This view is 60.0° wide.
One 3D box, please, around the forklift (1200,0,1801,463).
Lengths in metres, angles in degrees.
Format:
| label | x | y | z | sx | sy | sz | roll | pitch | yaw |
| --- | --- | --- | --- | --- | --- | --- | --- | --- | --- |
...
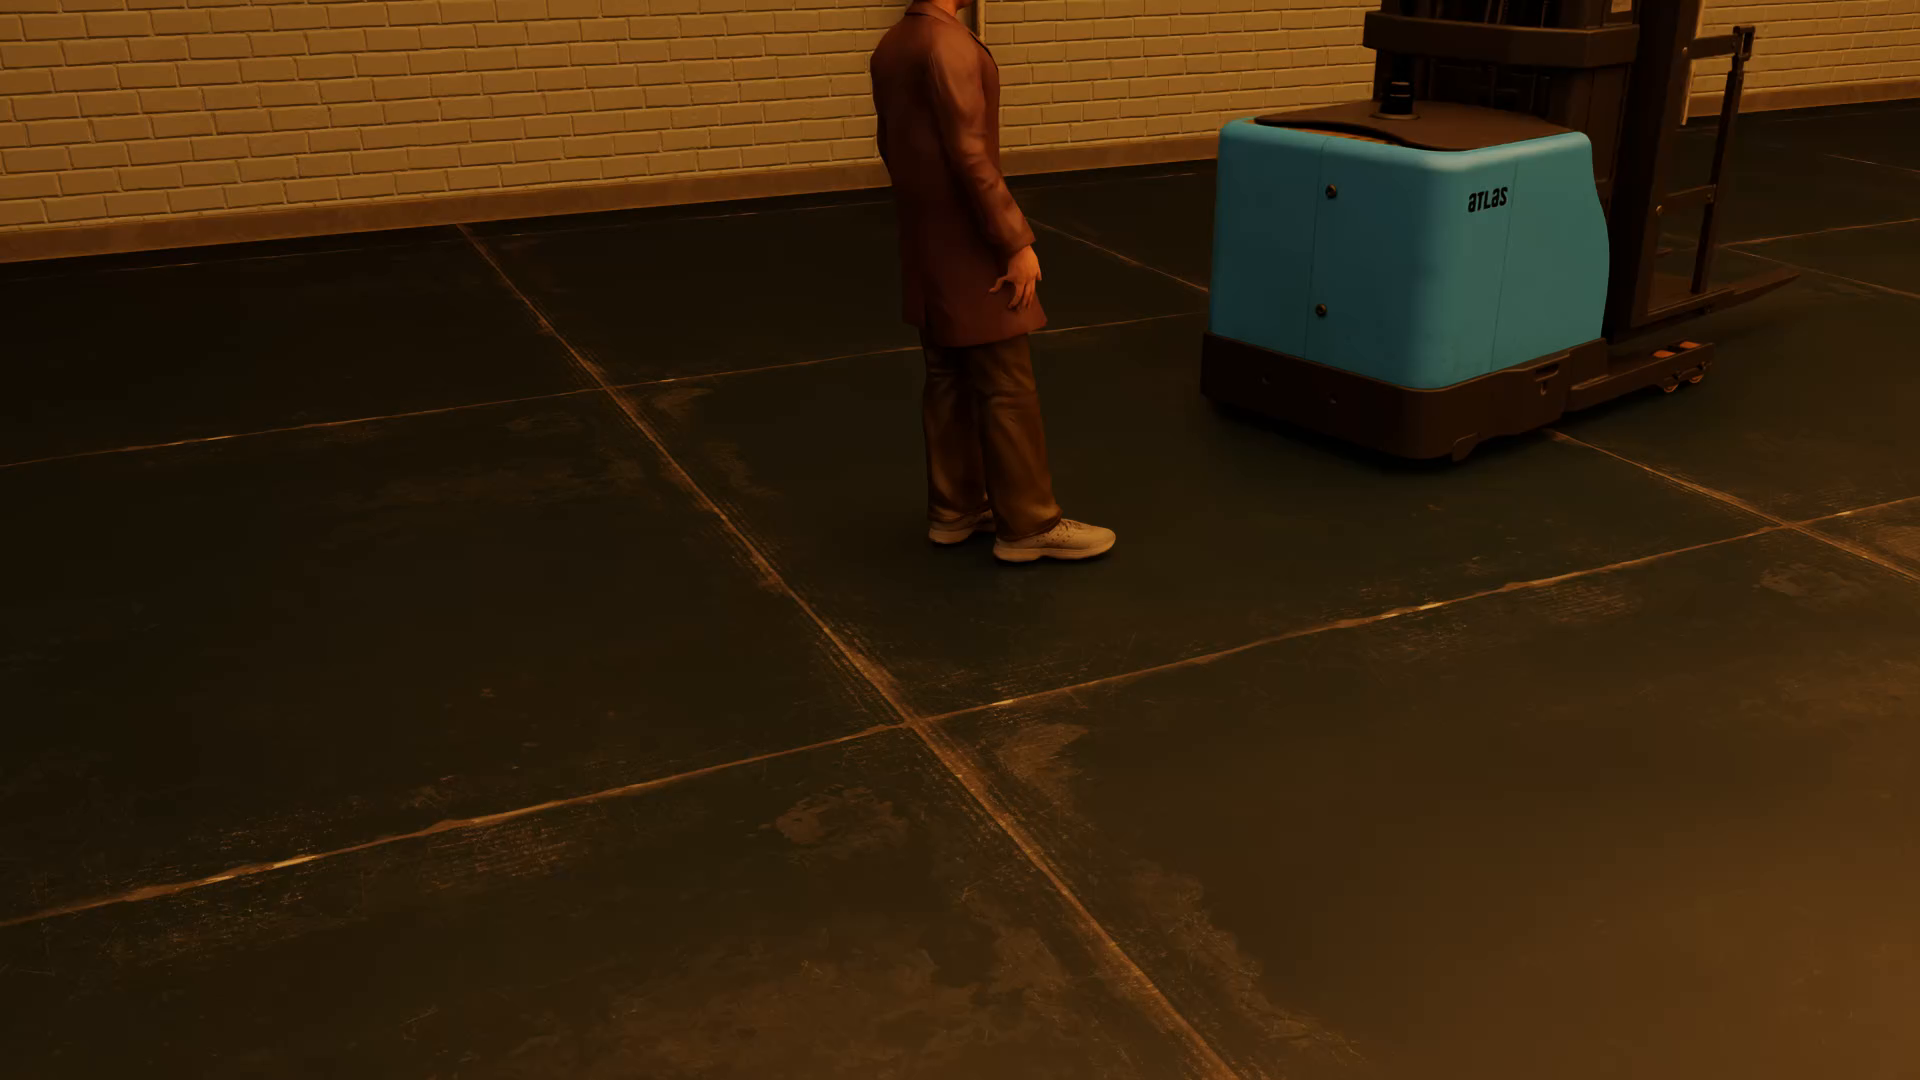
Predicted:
| label | x | y | z | sx | sy | sz | roll | pitch | yaw |
| --- | --- | --- | --- | --- | --- | --- | --- | --- | --- |
| forklift | 2.361 | -2.065 | 6.257 | 3.031 | 2.935 | 1.130 | -18 | 28 | -36 |

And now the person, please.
| label | x | y | z | sx | sy | sz | roll | pitch | yaw |
| --- | --- | --- | --- | --- | --- | --- | --- | --- | --- |
| person | 0.085 | -0.842 | 4.795 | 0.579 | 1.778 | 0.698 | -10 | 25 | -23 |
